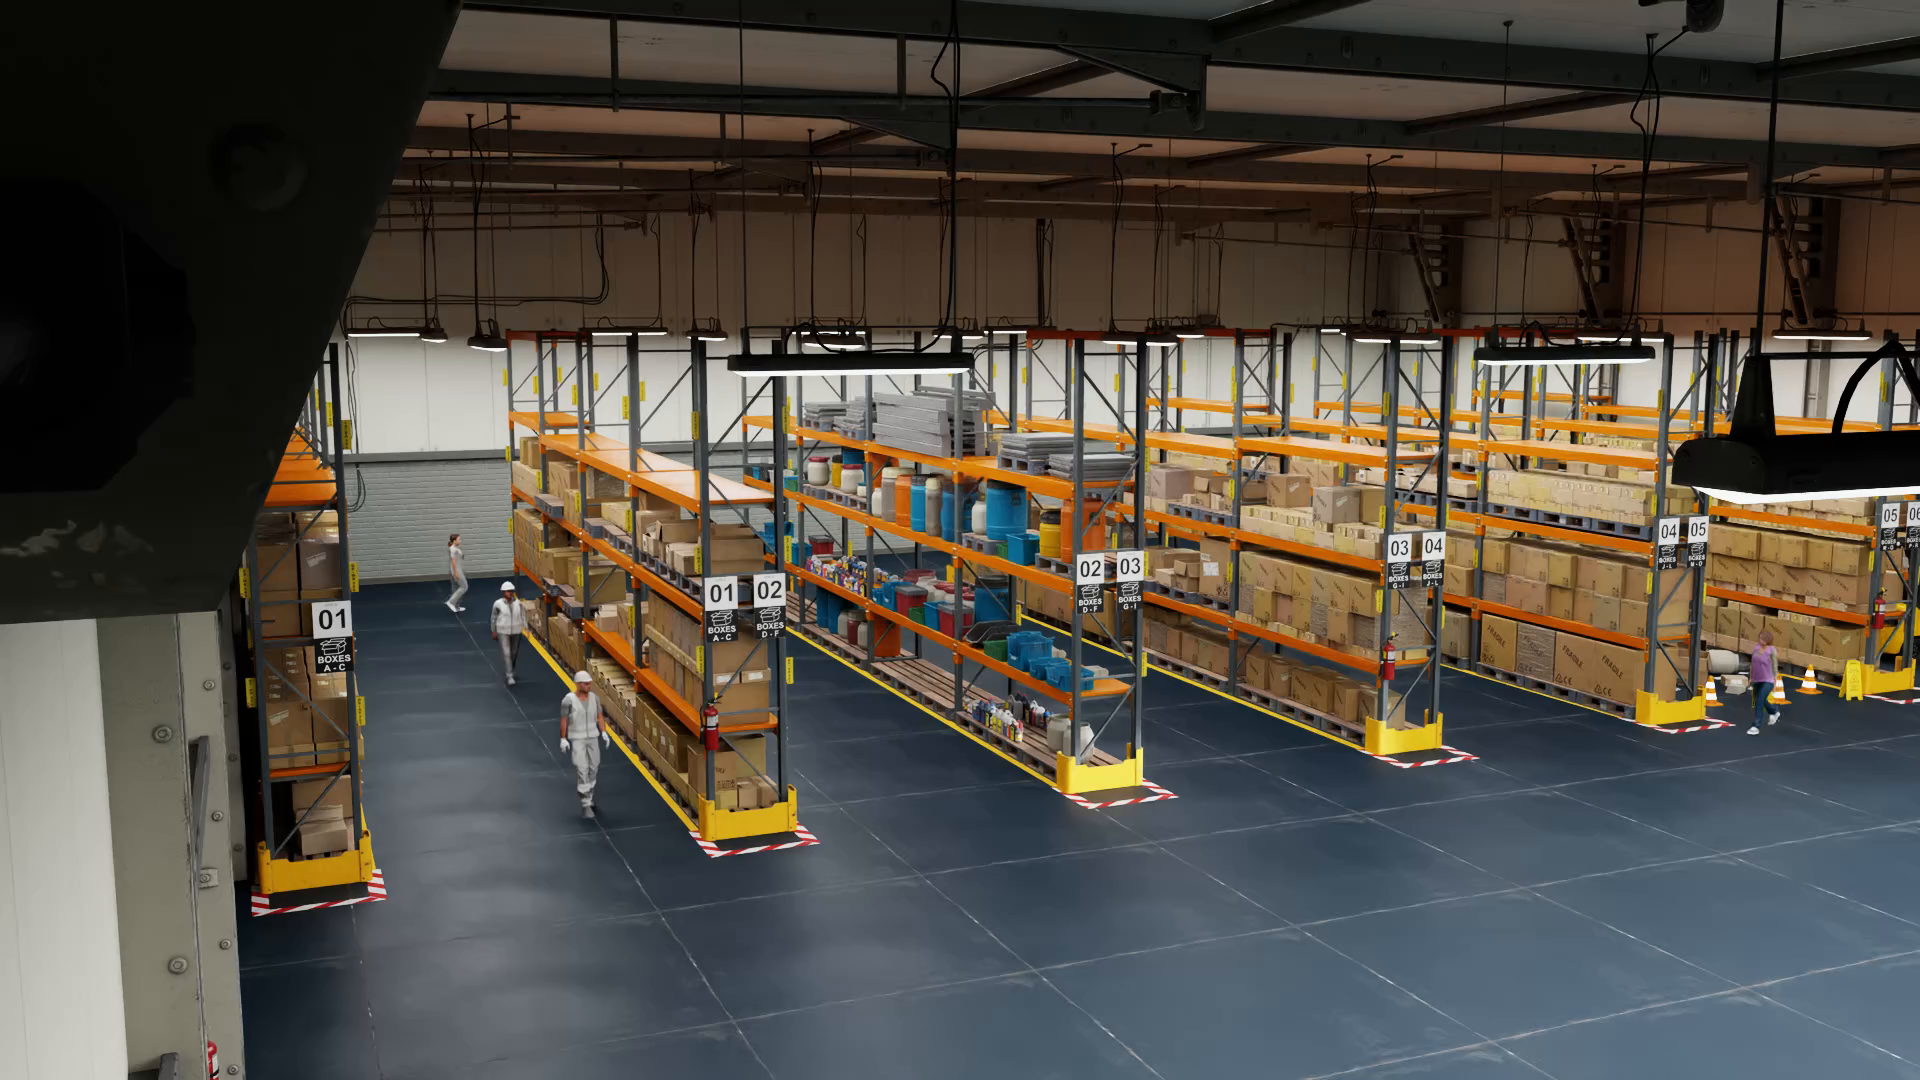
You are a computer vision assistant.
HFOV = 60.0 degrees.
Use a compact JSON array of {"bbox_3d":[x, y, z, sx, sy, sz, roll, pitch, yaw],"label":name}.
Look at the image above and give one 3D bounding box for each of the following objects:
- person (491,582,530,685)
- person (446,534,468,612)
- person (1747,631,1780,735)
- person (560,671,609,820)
[{"bbox_3d":[-7.755,1.576,28.655,0.608,1.718,1.068,-4,9,-25],"label":"person"},{"bbox_3d":[-10.709,0.694,35.276,0.454,1.667,0.470,-4,9,-28],"label":"person"},{"bbox_3d":[12.198,2.128,25.173,0.819,1.564,0.430,-4,9,-27],"label":"person"},{"bbox_3d":[-4.724,2.588,21.162,0.563,1.805,0.668,-6,10,-38],"label":"person"}]
